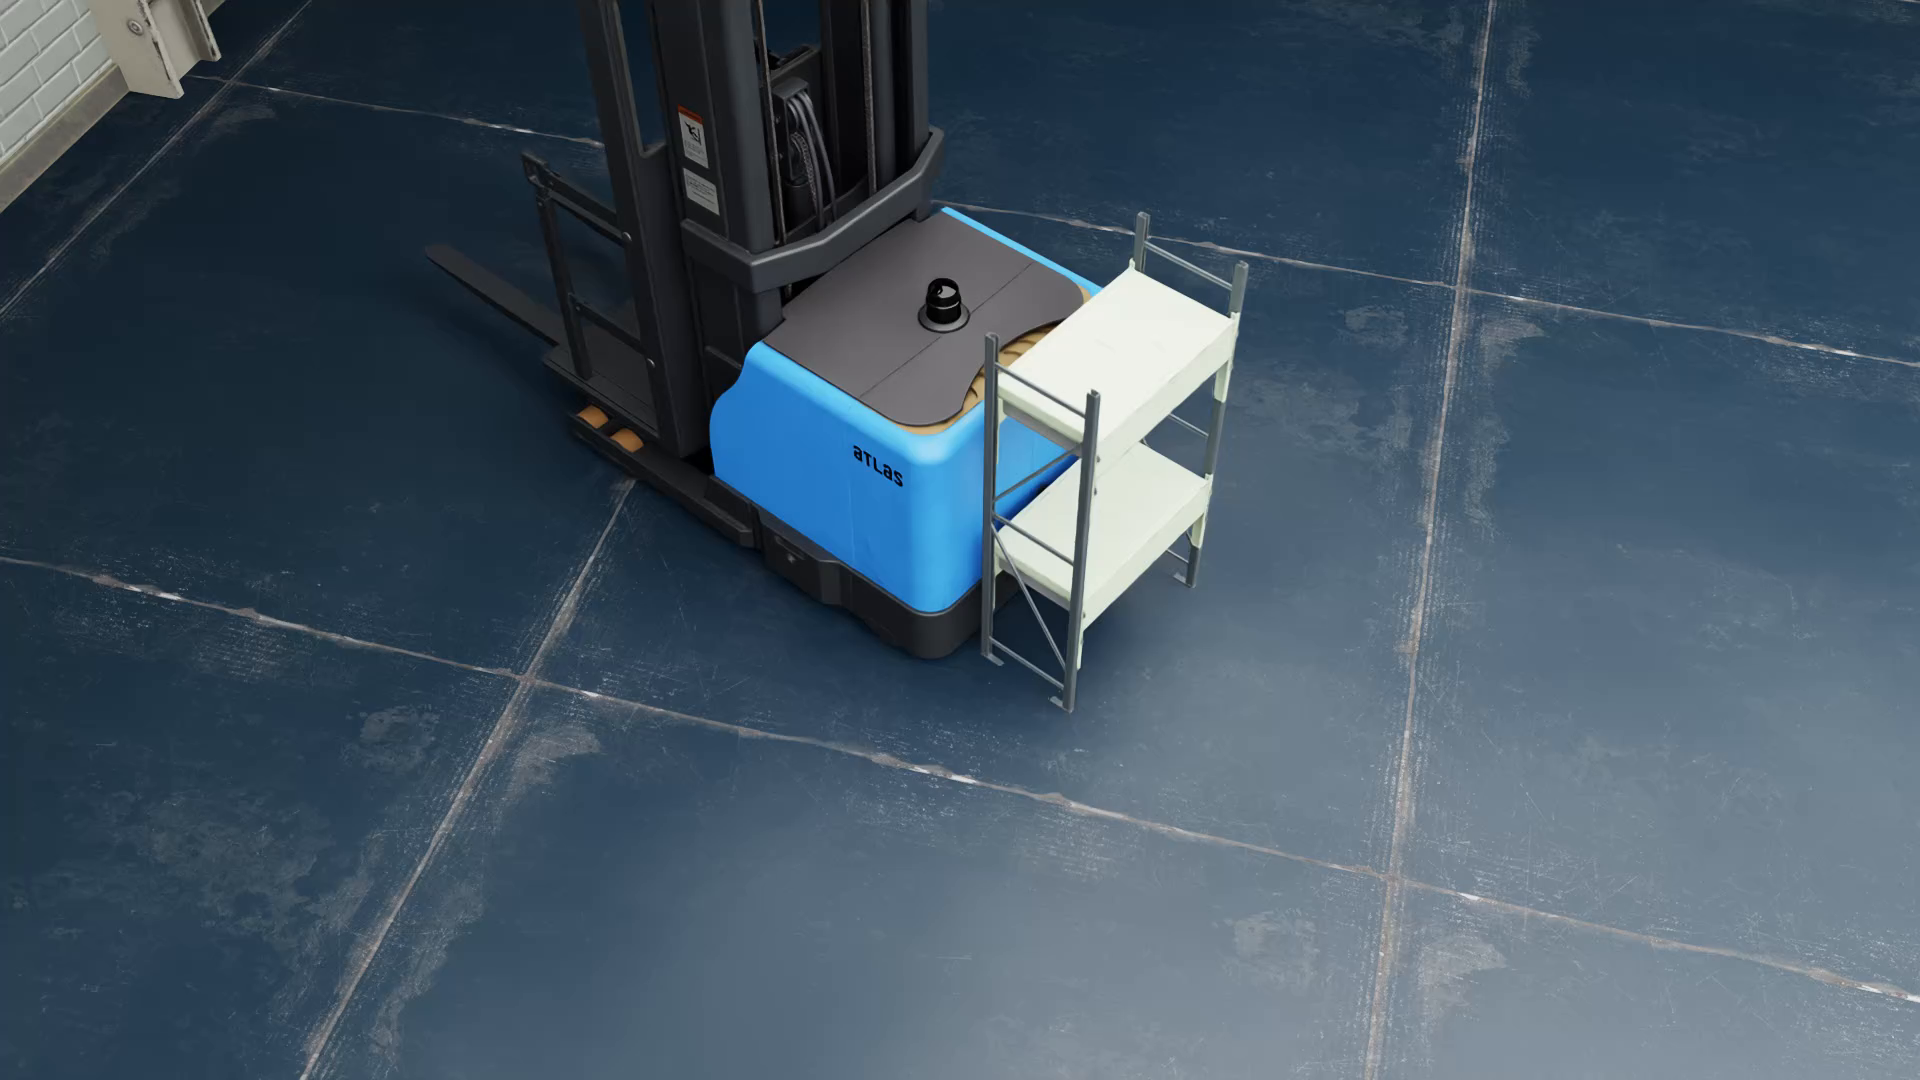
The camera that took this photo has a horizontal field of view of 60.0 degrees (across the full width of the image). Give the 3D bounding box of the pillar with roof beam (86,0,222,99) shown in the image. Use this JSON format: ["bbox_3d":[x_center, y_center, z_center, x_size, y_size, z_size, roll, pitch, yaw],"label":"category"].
[{"bbox_3d":[0.221,-4.466,4.190,9.100,9.000,0.400,12,50,10],"label":"pillar with roof beam"}]

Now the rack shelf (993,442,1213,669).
[{"bbox_3d":[0.469,0.007,5.679,0.431,0.370,0.720,32,56,25],"label":"rack shelf"}]

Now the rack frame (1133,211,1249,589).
[{"bbox_3d":[0.706,-0.418,5.619,0.400,1.500,0.023,32,56,25],"label":"rack frame"}]

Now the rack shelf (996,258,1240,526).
[{"bbox_3d":[0.469,-0.467,5.142,0.431,0.370,0.720,32,56,25],"label":"rack shelf"}]

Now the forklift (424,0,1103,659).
[{"bbox_3d":[-0.904,-1.510,5.627,3.031,2.935,1.130,32,56,25],"label":"forklift"}]

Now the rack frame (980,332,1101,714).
[{"bbox_3d":[0.232,0.000,5.250,0.400,1.500,0.023,32,56,25],"label":"rack frame"}]

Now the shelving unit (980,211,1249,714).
[{"bbox_3d":[0.469,-0.209,5.434,0.431,1.500,0.755,32,56,25],"label":"shelving unit"}]
